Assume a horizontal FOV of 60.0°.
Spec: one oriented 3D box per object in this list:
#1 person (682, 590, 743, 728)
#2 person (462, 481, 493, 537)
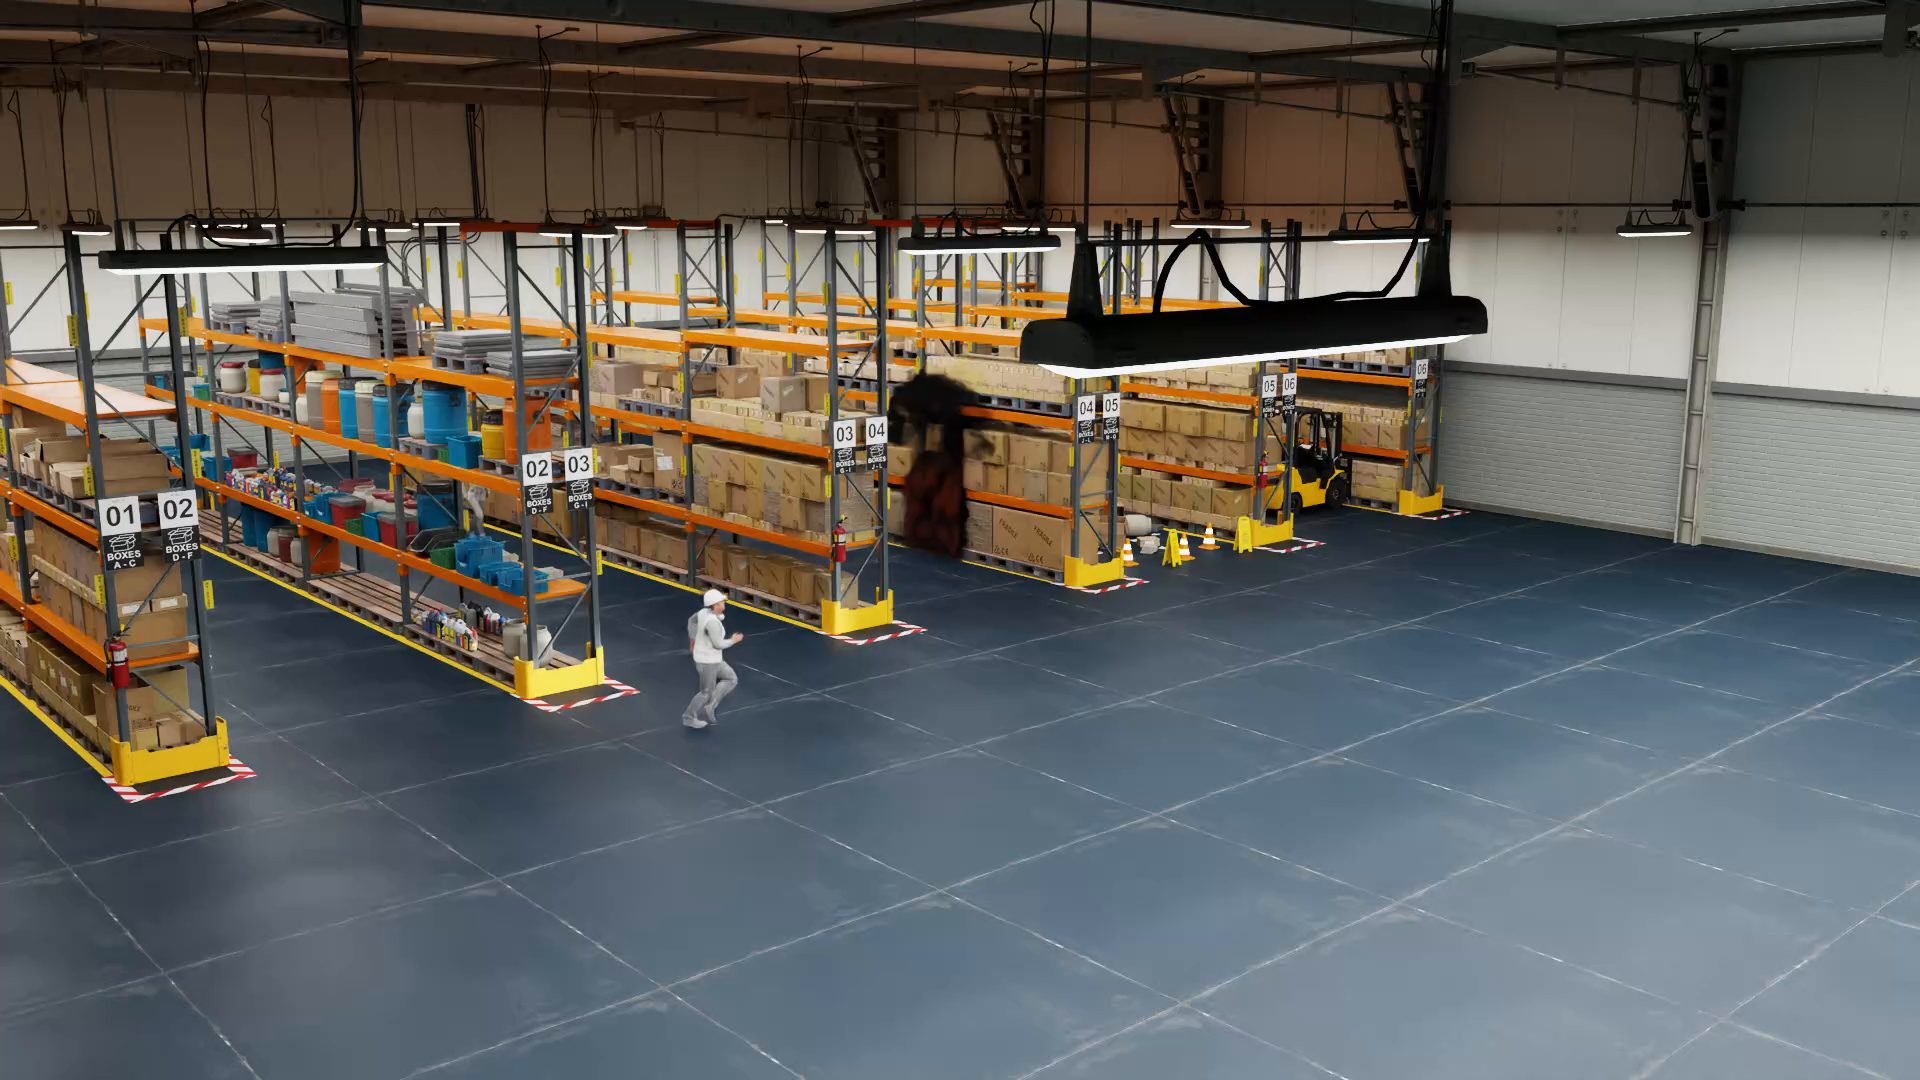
[{"bbox_3d":[-3.024,1.437,20.265,0.768,1.721,0.688,-3,12,-14],"label":"person"},{"bbox_3d":[-9.124,-0.697,31.337,0.631,1.679,0.900,-11,16,-43],"label":"person"}]
